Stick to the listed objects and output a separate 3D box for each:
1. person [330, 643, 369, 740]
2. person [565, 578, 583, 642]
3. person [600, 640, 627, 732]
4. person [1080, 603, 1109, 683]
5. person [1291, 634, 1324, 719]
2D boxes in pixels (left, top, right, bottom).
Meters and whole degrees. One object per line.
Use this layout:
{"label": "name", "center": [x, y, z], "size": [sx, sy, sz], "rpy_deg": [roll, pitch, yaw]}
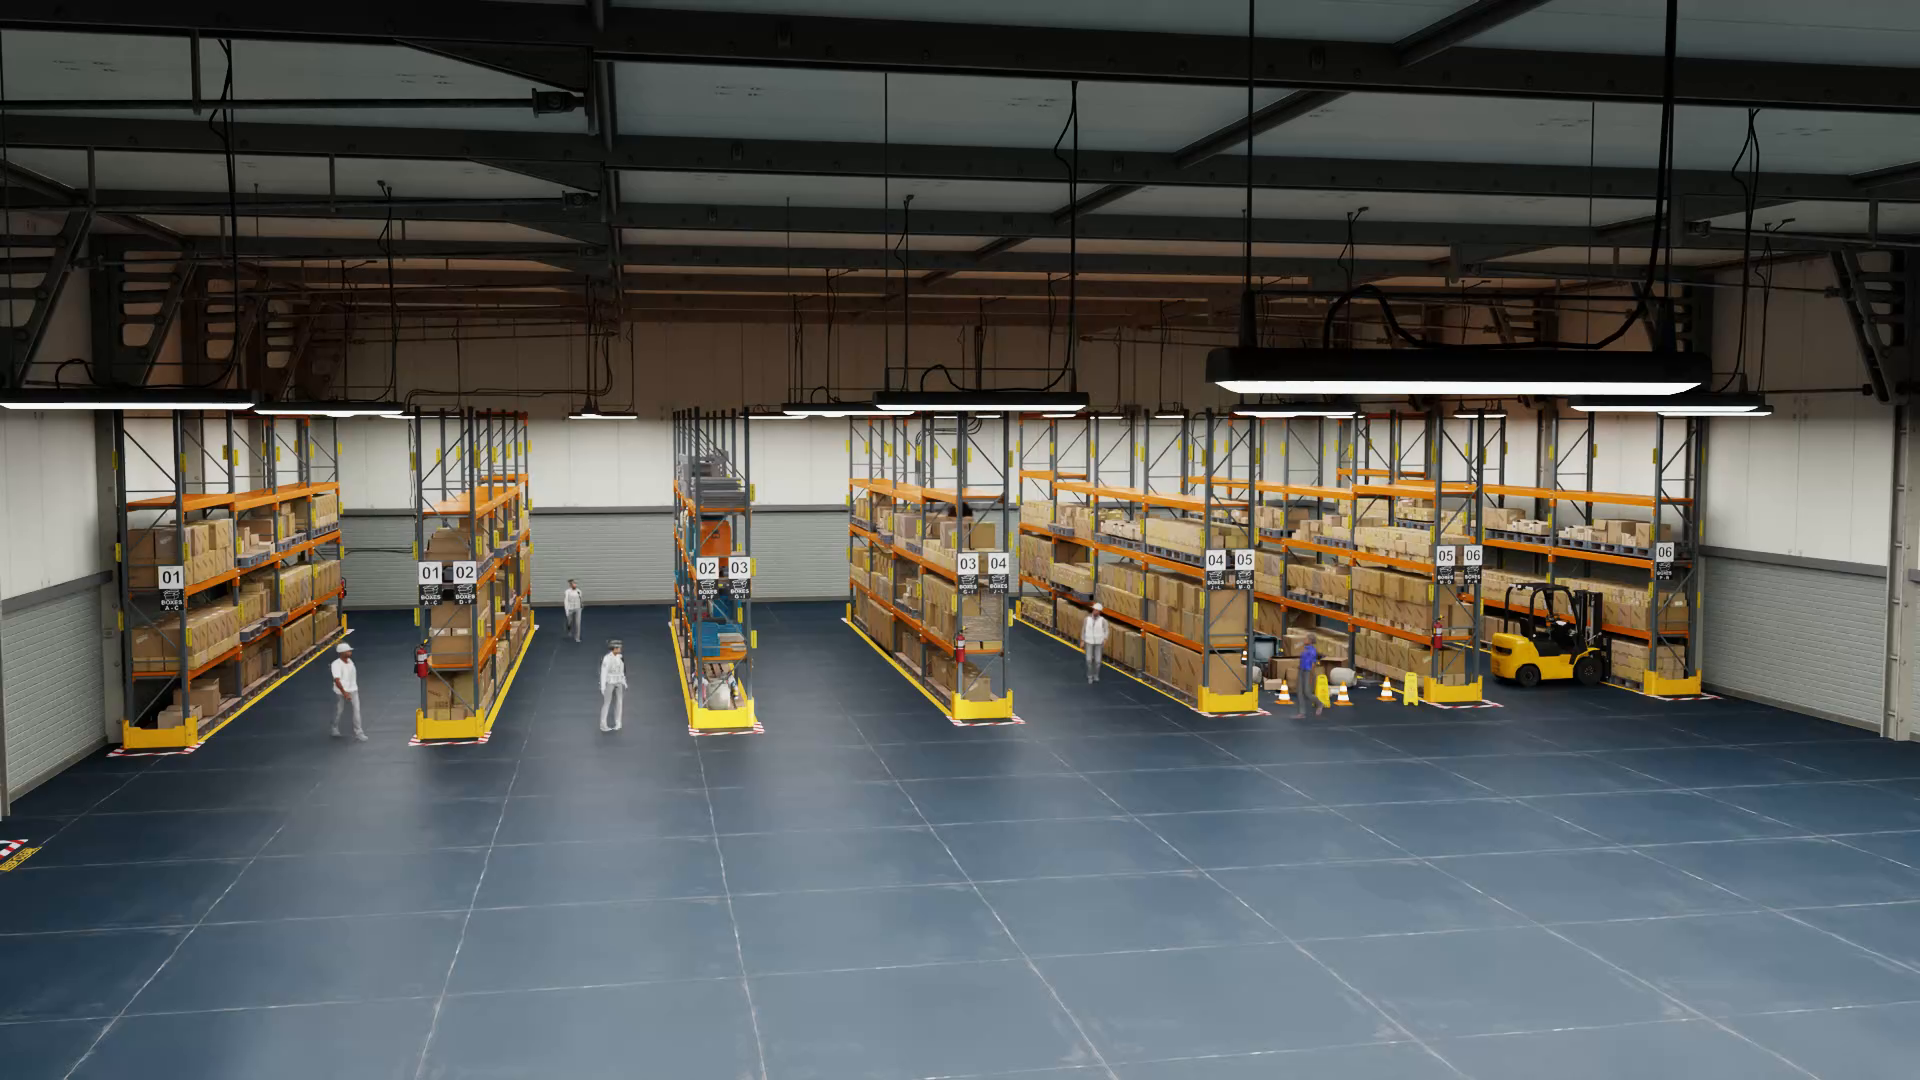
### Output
{"label": "person", "center": [-11.101, 2.682, 29.955], "size": [0.856, 1.652, 0.521], "rpy_deg": [4, 6, 44]}
{"label": "person", "center": [-10.063, 1.804, 43.331], "size": [0.467, 1.654, 0.708], "rpy_deg": [-1, 4, -14]}
{"label": "person", "center": [-6.444, 2.695, 30.926], "size": [0.377, 1.674, 0.553], "rpy_deg": [3, 5, 37]}
{"label": "person", "center": [2.967, 2.295, 36.503], "size": [0.616, 1.797, 0.633], "rpy_deg": [0, 4, -1]}
{"label": "person", "center": [6.699, 2.619, 31.956], "size": [0.594, 1.641, 0.446], "rpy_deg": [-3, 5, -35]}
